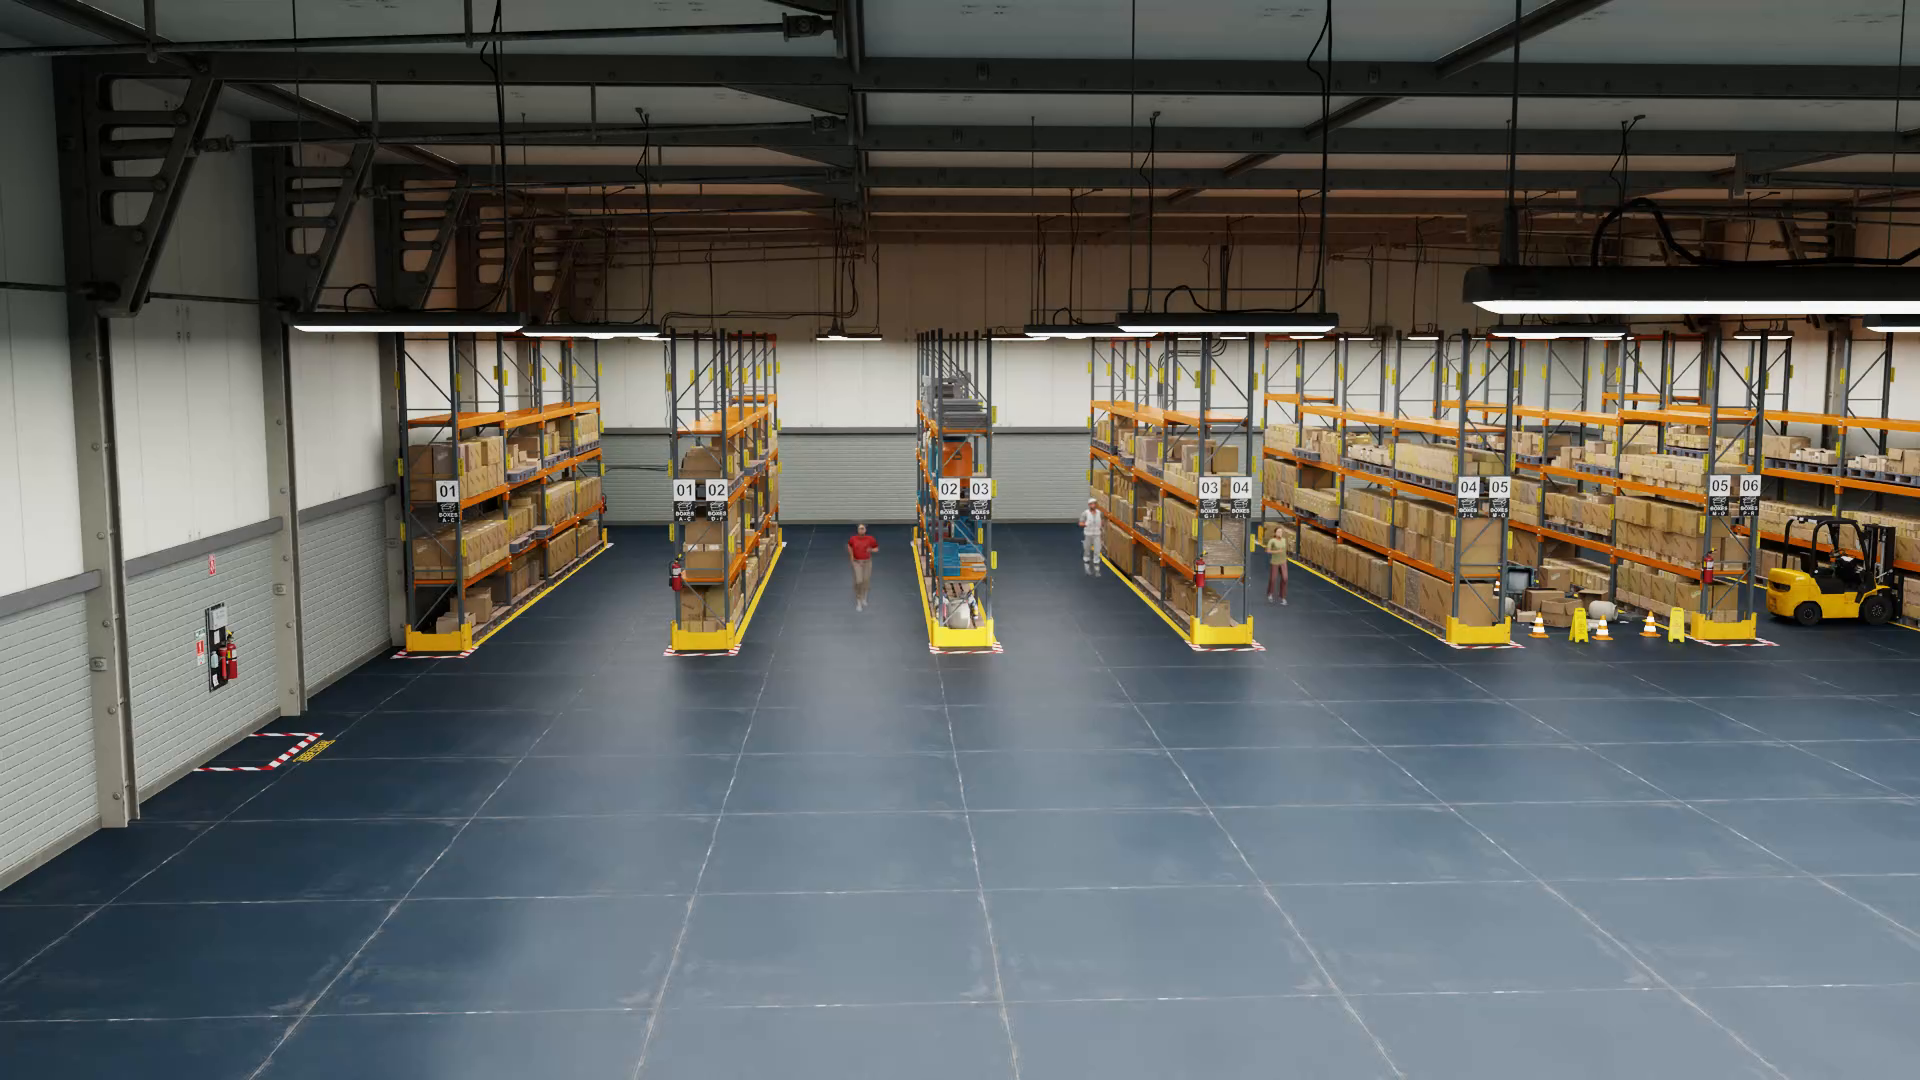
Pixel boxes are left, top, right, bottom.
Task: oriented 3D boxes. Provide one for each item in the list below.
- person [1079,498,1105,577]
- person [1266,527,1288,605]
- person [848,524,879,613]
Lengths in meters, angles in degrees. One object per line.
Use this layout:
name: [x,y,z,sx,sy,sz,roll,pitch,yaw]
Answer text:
person: [3.100,-0.064,38.887,0.645,1.831,0.842,-1,7,-8]
person: [7.007,0.558,36.791,0.564,1.737,0.780,-1,7,-11]
person: [-2.000,0.565,34.553,0.629,1.796,0.759,-1,7,-7]
